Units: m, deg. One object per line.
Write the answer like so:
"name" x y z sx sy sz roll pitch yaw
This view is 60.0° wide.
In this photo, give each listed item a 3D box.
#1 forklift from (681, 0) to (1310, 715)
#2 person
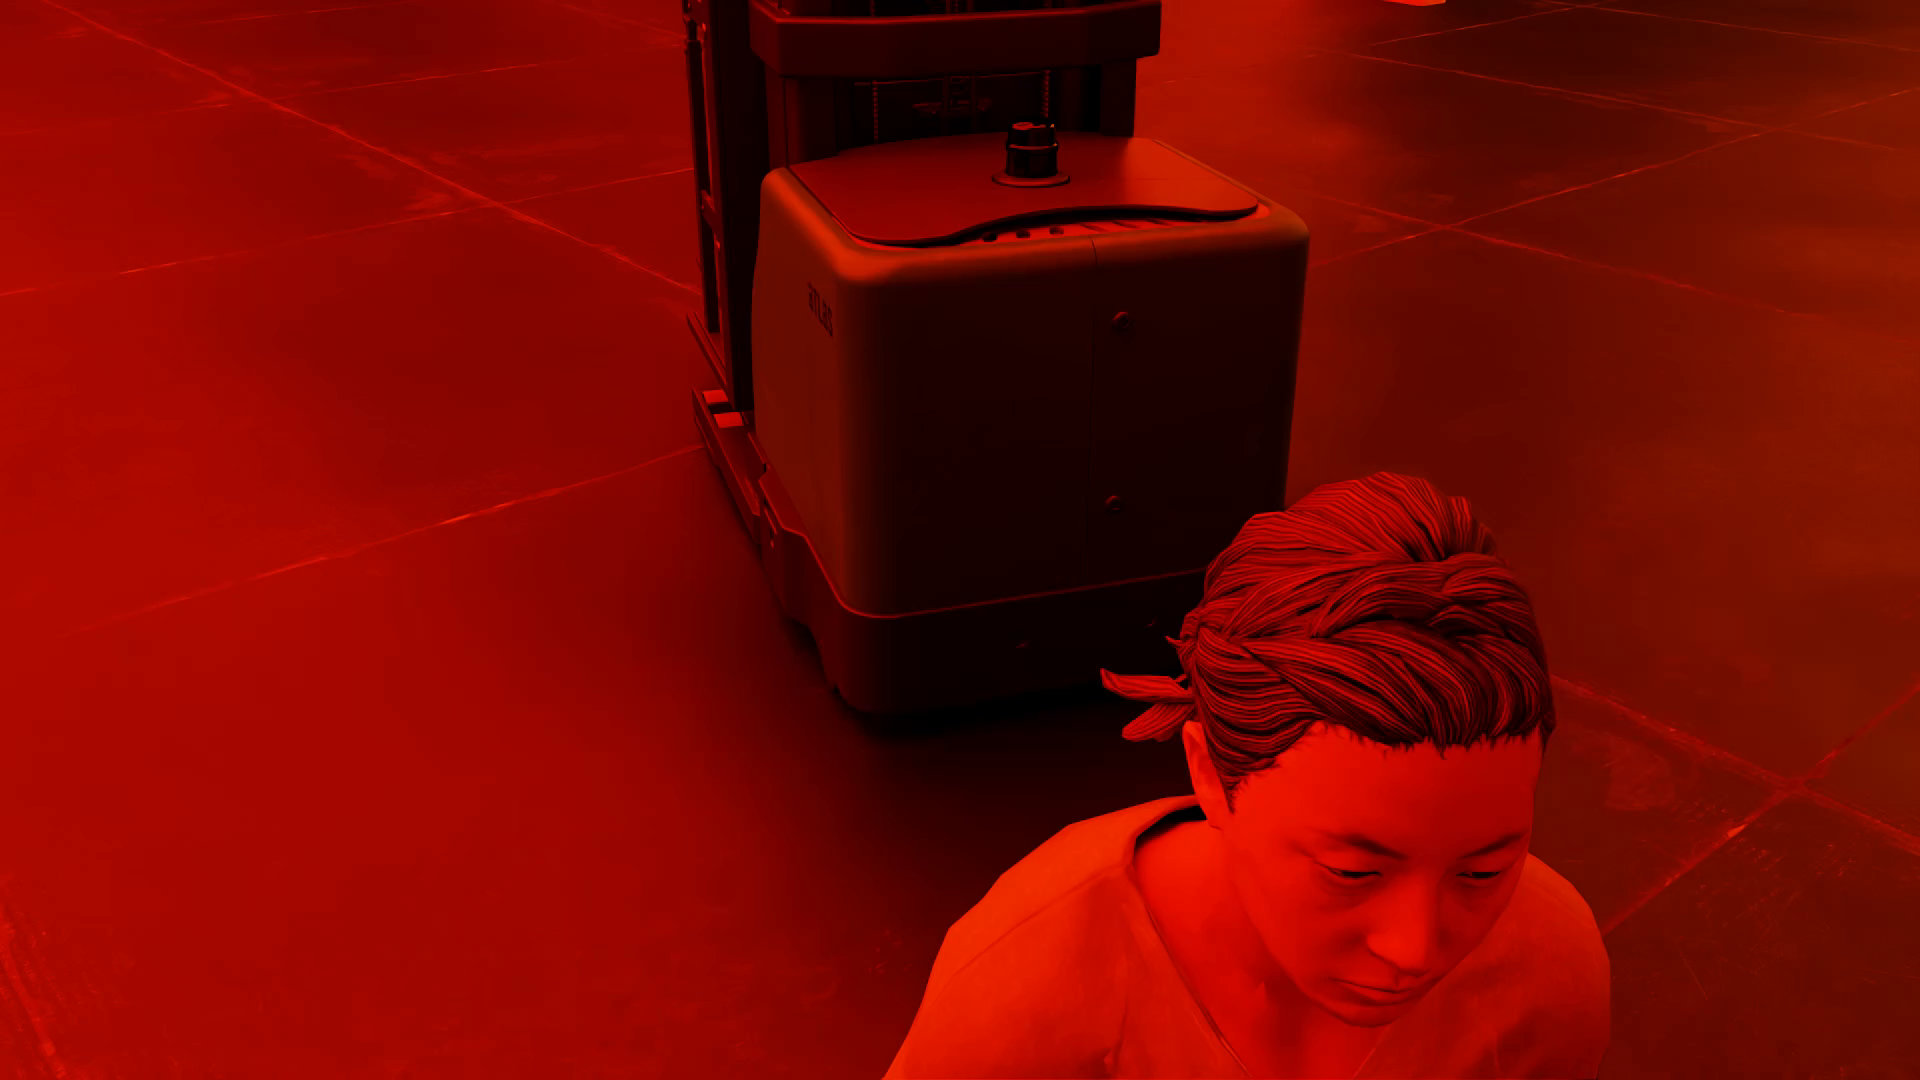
"forklift" -0.185 -1.571 4.371 1.130 2.935 3.031 -8 27 -16
"person" 0.180 0.707 1.196 0.500 1.672 0.363 -2 26 -3
